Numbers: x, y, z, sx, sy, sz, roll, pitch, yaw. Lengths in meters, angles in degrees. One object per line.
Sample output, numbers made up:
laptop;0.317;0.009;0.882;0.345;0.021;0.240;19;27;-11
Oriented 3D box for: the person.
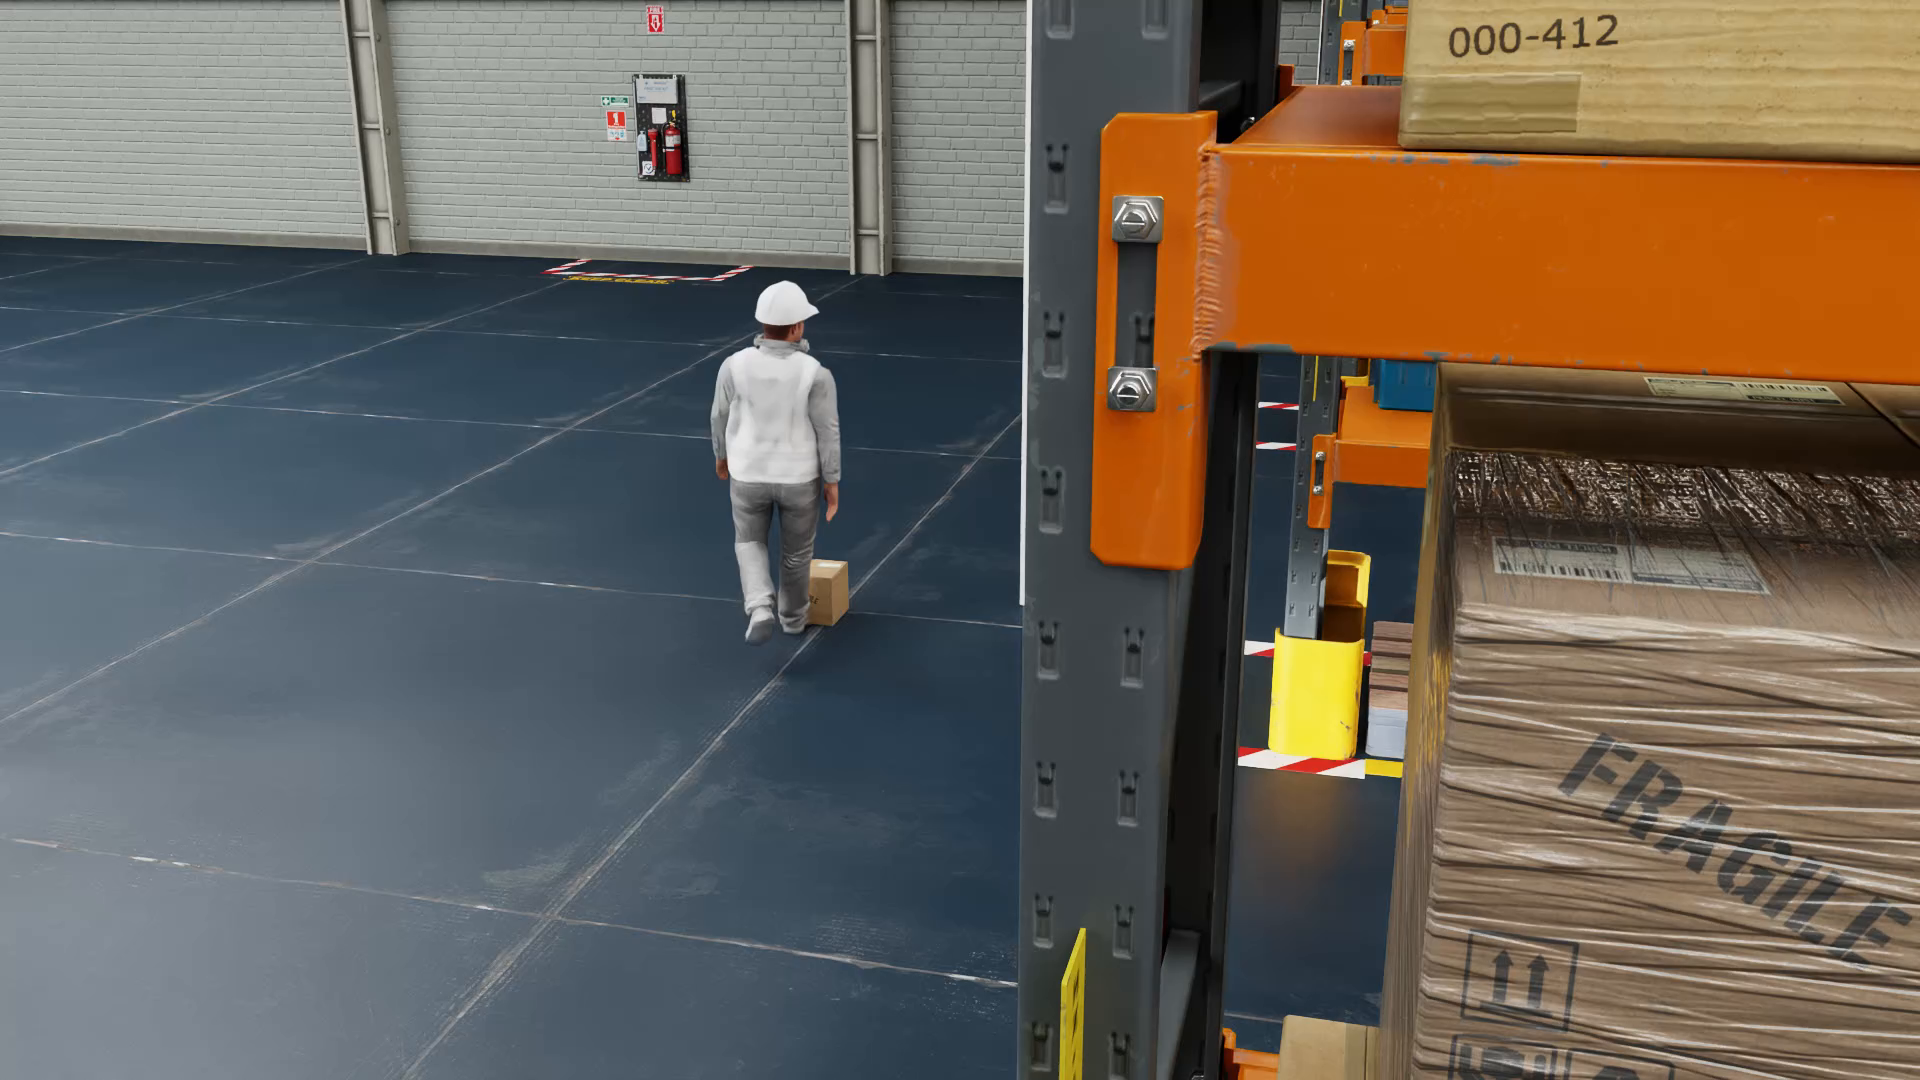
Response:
person;-0.823;-0.336;7.580;0.604;1.739;0.809;1;18;2
